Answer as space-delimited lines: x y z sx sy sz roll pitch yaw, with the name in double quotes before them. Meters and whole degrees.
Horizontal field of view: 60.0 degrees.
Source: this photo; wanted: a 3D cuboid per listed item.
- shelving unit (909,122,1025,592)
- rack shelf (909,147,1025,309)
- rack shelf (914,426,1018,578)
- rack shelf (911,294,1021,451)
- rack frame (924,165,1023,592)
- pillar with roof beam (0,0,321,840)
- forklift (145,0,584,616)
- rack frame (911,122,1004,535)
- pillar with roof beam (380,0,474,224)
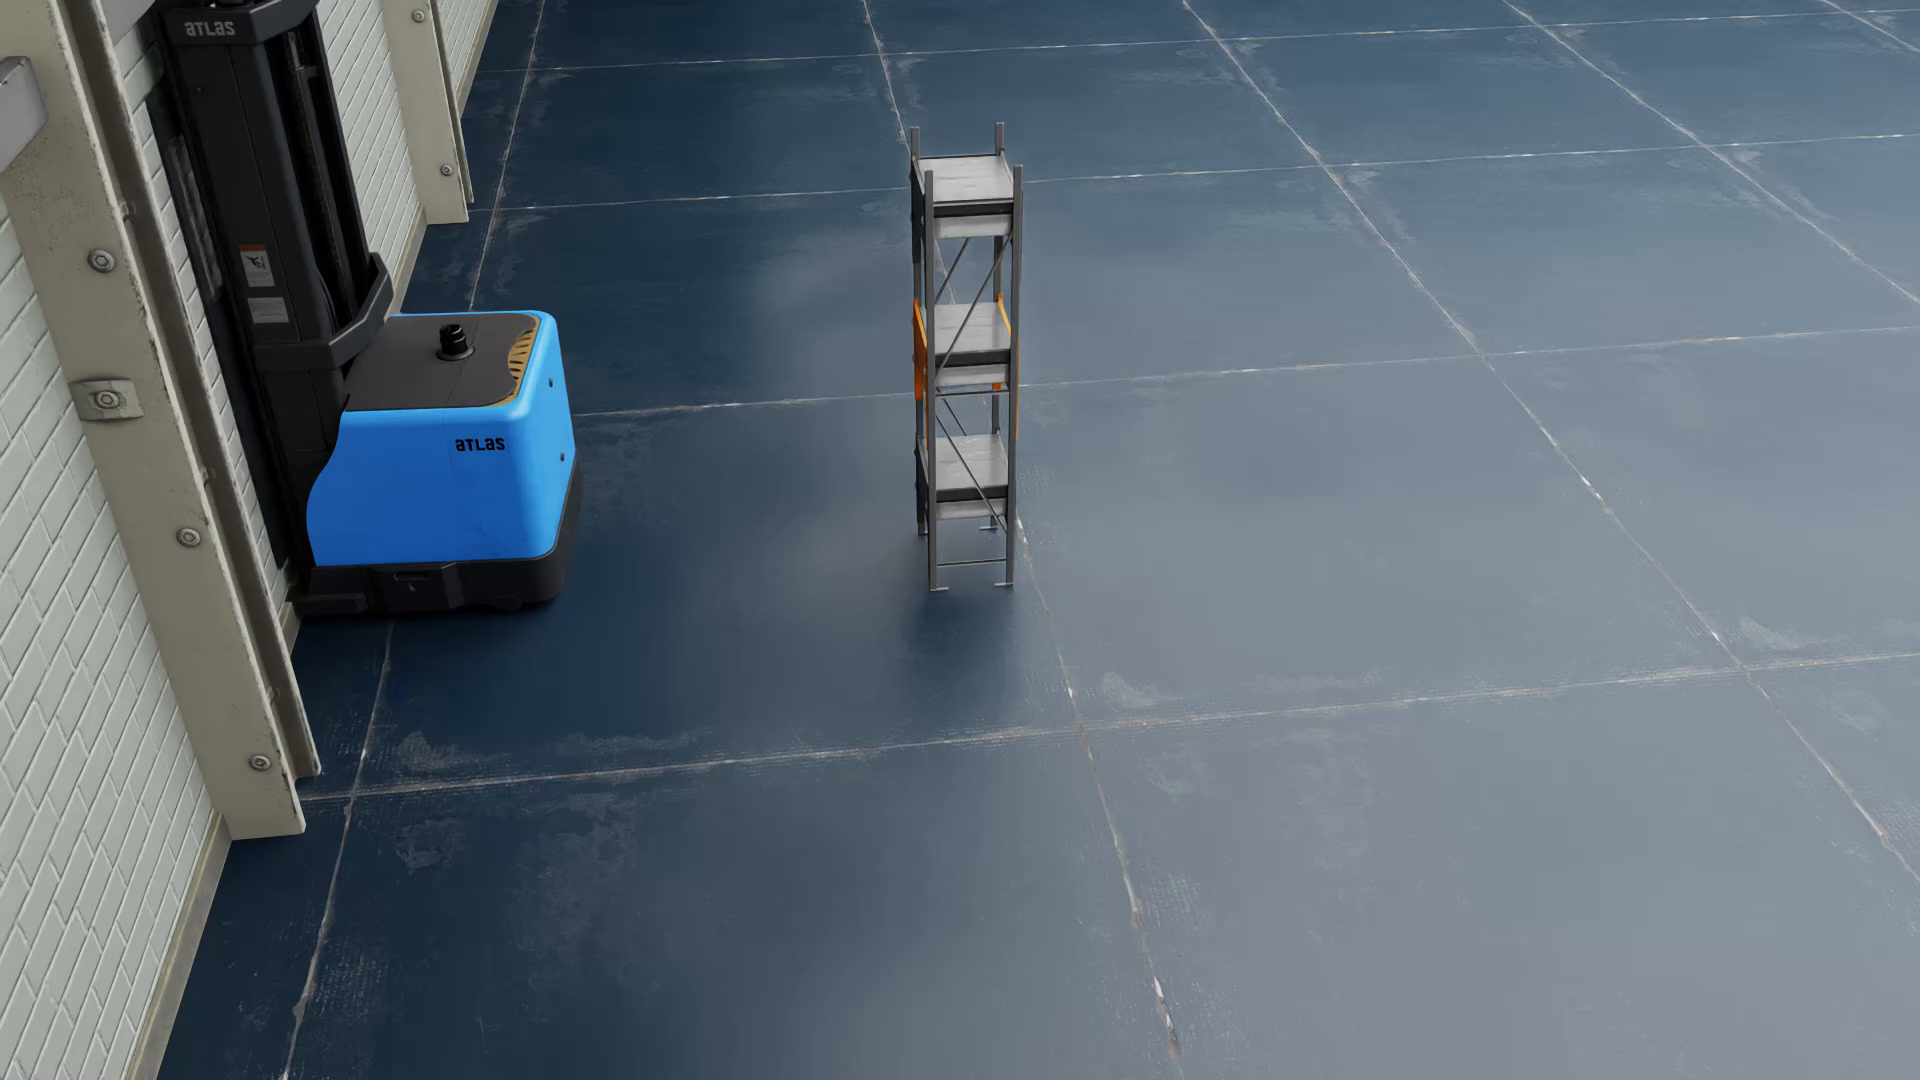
"shelving unit" 0.022 -0.775 7.523 0.431 2.100 0.503 -4 35 -6
"rack shelf" 0.022 -1.342 7.137 0.431 0.518 0.480 -4 35 -6
"rack shelf" 0.022 -0.186 7.925 0.431 0.518 0.480 -4 35 -6
"rack shelf" 0.022 -0.764 7.531 0.431 0.518 0.480 -4 35 -6
"rack frame" 0.055 -0.639 7.323 0.400 2.100 0.015 -4 35 -6
"pillar with roof beam" 1.499 -2.987 4.643 9.100 9.000 0.400 -4 35 -6
"forklift" -3.400 -1.105 7.268 3.031 2.935 1.130 -2 34 -3
"rack frame" -0.011 -0.911 7.723 0.400 2.100 0.015 -4 35 -6
"pillar with roof beam" 0.692 -6.336 9.556 9.100 9.000 0.400 -4 35 -6
